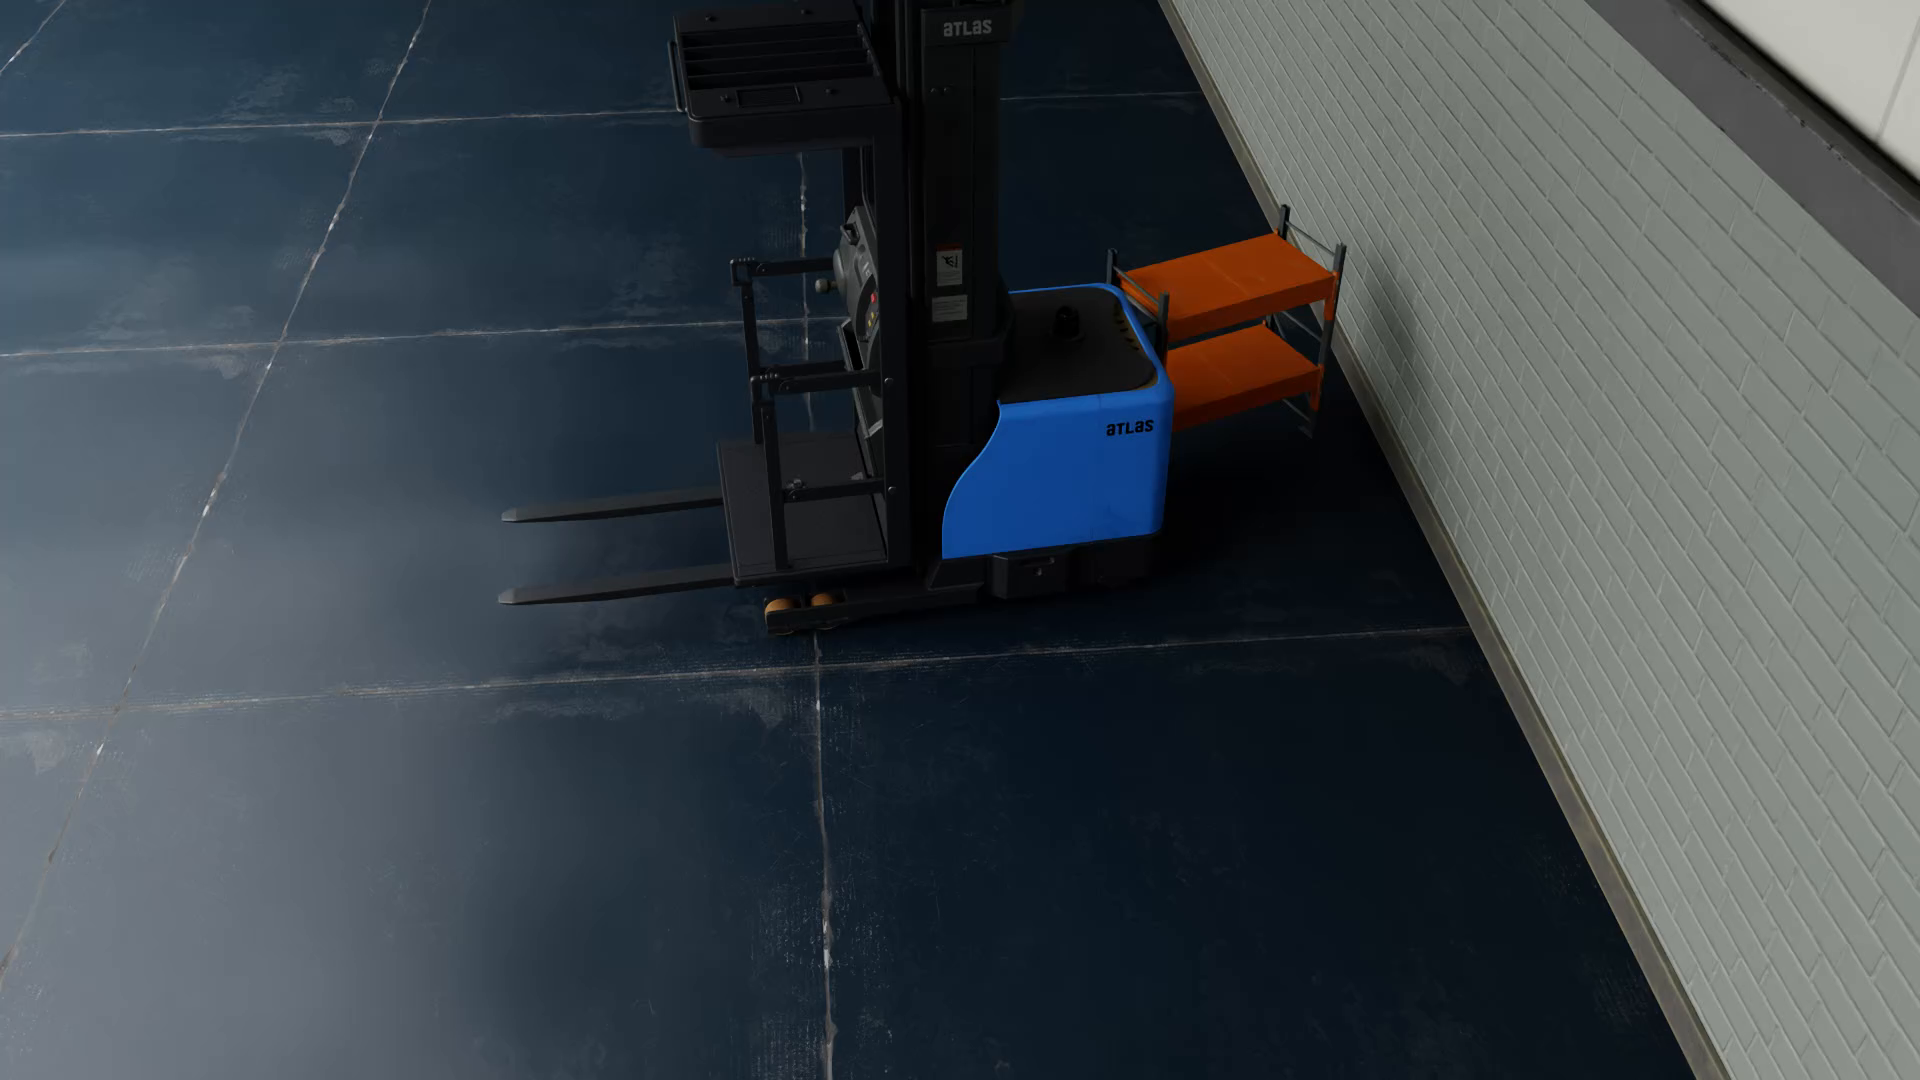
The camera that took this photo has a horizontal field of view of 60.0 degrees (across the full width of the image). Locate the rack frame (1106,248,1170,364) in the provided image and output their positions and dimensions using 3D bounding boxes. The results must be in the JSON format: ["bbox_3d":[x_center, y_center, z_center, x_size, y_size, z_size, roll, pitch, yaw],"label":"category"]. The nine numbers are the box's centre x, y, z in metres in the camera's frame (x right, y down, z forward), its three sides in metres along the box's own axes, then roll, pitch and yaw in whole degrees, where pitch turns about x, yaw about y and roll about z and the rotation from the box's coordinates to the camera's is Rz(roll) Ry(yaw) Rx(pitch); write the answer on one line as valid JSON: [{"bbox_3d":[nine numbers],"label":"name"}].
[{"bbox_3d":[0.844,-0.829,8.214,0.032,1.125,0.500,-18,42,-21],"label":"rack frame"}]

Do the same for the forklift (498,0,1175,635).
[{"bbox_3d":[-0.619,-1.077,7.071,3.031,2.935,1.130,-7,39,-9],"label":"forklift"}]

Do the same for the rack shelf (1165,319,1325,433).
[{"bbox_3d":[1.296,-0.781,8.548,1.000,0.278,0.538,-18,42,-21],"label":"rack shelf"}]

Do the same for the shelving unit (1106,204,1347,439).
[{"bbox_3d":[1.296,-0.973,8.397,1.048,1.125,0.538,-18,42,-21],"label":"shelving unit"}]

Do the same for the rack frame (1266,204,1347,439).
[{"bbox_3d":[1.748,-1.117,8.579,0.032,1.125,0.500,-18,42,-21],"label":"rack frame"}]

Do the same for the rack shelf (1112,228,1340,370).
[{"bbox_3d":[1.296,-1.203,8.215,1.000,0.278,0.538,-18,42,-21],"label":"rack shelf"}]
